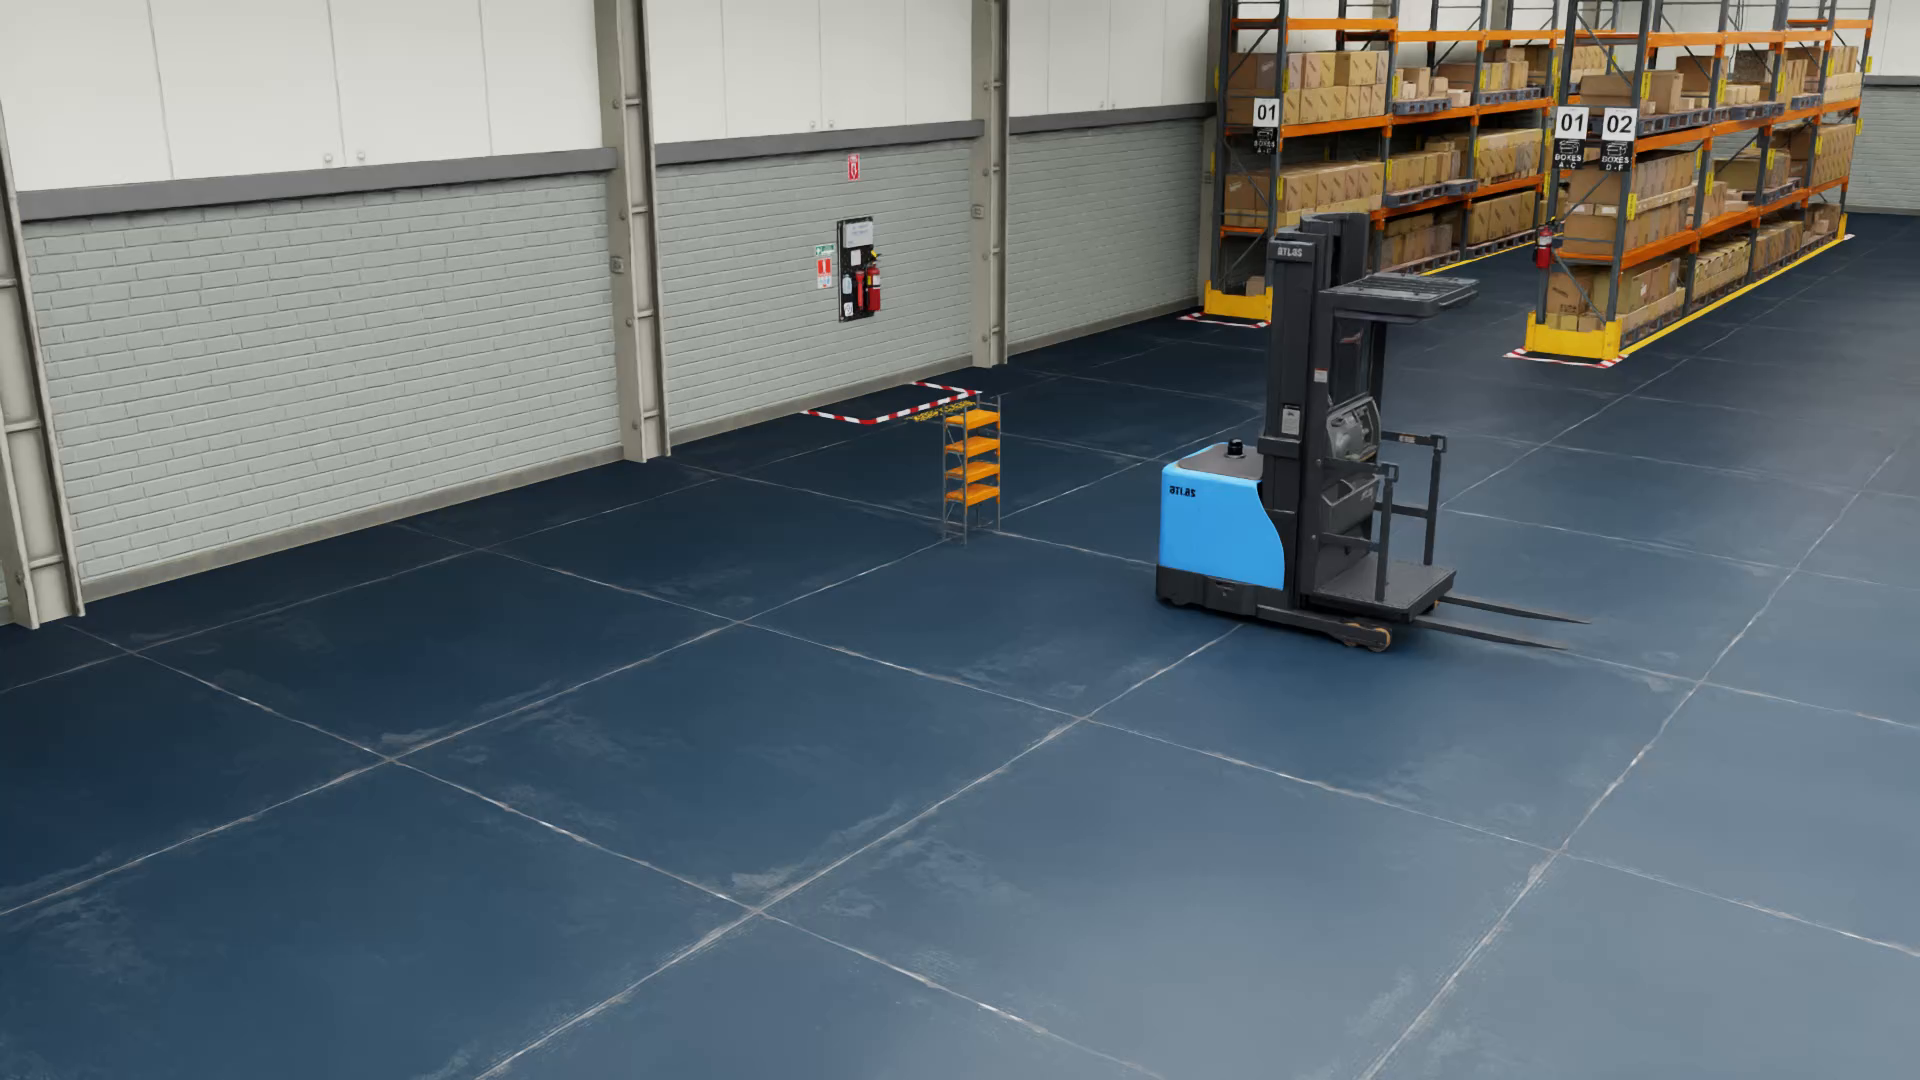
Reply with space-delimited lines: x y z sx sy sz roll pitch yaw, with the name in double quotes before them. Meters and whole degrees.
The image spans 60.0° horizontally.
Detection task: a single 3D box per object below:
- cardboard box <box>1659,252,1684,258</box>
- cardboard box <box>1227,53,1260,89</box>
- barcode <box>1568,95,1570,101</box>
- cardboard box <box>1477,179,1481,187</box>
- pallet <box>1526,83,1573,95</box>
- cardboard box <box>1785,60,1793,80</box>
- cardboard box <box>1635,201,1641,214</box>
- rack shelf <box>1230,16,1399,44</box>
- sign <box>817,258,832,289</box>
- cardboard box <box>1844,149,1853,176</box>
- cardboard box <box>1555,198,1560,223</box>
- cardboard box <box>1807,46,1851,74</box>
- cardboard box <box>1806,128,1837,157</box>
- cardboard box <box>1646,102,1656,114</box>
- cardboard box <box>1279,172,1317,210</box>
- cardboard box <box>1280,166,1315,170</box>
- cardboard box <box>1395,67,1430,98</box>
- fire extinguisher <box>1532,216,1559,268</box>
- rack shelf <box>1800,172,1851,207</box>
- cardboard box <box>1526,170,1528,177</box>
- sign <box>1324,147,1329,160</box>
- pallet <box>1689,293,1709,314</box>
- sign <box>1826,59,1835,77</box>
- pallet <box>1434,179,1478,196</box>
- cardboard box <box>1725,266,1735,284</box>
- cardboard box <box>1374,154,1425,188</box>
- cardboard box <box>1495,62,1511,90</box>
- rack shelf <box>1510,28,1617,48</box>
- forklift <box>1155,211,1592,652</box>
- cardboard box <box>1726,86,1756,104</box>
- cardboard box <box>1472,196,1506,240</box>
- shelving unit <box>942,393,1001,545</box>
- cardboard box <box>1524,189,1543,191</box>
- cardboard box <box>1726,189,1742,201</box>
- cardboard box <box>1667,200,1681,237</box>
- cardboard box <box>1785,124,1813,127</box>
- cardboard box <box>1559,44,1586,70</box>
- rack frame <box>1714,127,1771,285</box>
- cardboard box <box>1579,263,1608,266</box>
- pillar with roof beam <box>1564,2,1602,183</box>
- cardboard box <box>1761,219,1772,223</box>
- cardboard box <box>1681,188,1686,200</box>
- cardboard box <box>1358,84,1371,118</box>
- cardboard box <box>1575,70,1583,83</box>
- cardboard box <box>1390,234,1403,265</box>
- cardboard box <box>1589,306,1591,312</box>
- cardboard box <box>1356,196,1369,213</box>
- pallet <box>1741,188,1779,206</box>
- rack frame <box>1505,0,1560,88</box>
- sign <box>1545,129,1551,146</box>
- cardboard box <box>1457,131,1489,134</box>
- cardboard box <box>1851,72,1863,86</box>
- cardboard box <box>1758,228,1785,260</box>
"cardboard box" 11.207 -4.443 26.475 0.500 0.311 0.500 12 21 35
"cardboard box" 4.275 -6.935 24.572 0.500 0.500 0.500 14 22 37
"barcode" 8.001 -5.811 21.862 0.001 0.075 0.075 12 21 35
"cardboard box" 9.534 -6.710 31.182 0.380 0.149 0.250 13 21 35
"pallet" 11.874 -9.260 34.097 1.003 0.211 1.213 12 21 35
"cardboard box" 14.207 -8.106 29.185 0.600 0.600 0.600 11 21 33
"cardboard box" 8.920 -4.480 22.349 0.380 0.149 0.250 13 21 35
"rack shelf" 5.420 -7.815 25.454 1.077 0.370 4.000 12 21 35
"sign" -1.540 -3.031 18.886 0.001 0.329 0.234 12 21 35
"cardboard box" 17.694 -7.648 33.646 0.500 0.500 0.500 13 22 36
"cardboard box" 12.208 -6.963 35.114 0.700 0.500 0.500 12 21 34
"cardboard box" 16.871 -9.345 32.368 0.700 0.500 0.500 12 21 35
"cardboard box" 16.479 -7.635 31.919 0.500 0.500 0.500 12 21 33
"cardboard box" 9.051 -5.773 22.199 0.380 0.149 0.250 12 21 35
"cardboard box" 5.057 -5.291 25.180 0.500 0.500 0.500 12 21 35
"cardboard box" 5.251 -5.627 26.259 0.500 0.500 0.500 13 21 35
"cardboard box" 7.736 -7.862 28.569 0.500 0.500 0.500 12 21 33
"fire extinguisher" 7.765 -3.961 22.072 0.296 0.674 0.183 12 21 35
"rack shelf" 16.550 -6.935 32.731 1.077 0.370 4.000 12 21 35
"cardboard box" 11.082 -7.318 33.141 0.380 0.149 0.250 13 22 36
"sign" 6.164 -6.422 27.912 0.100 0.325 0.005 12 21 35
"pallet" 11.000 -3.748 25.956 1.003 0.211 1.213 12 21 35
"sign" 15.807 -8.573 30.198 0.100 0.325 0.005 12 21 35
"pallet" 8.656 -6.444 30.260 1.213 0.211 1.003 12 21 35
"cardboard box" 12.252 -4.326 27.045 0.500 0.250 0.500 13 21 36
"cardboard box" 7.648 -6.439 29.009 0.700 0.500 0.500 16 24 42
"cardboard box" 10.136 -8.925 31.958 0.700 0.500 0.500 12 21 35
"rack shelf" 12.570 -10.484 34.717 1.077 0.370 4.000 12 21 35
"forklift" 2.997 -0.792 11.852 3.031 2.935 1.130 11 21 33
"cardboard box" 12.453 -7.165 26.746 0.500 0.250 0.500 13 22 36
"cardboard box" 10.066 -6.258 32.253 0.750 0.750 0.750 12 21 34
"shelving unit" 0.099 -0.612 14.193 0.258 1.200 0.503 12 21 35
"cardboard box" 12.129 -7.343 35.244 0.380 0.149 0.250 12 21 33
"cardboard box" 12.724 -5.728 27.782 0.500 0.311 0.500 14 22 38
"cardboard box" 10.024 -4.711 24.188 0.700 0.500 0.500 12 21 34
"cardboard box" 16.659 -7.977 33.019 0.500 0.500 0.500 13 21 35
"cardboard box" 12.620 -10.007 34.463 0.500 0.500 0.500 13 21 35
"rack frame" 12.975 -5.850 28.023 1.000 3.000 0.127 12 21 35
"cardboard box" 9.172 -3.730 23.860 0.500 0.500 0.500 12 21 35
"pillar with roof beam" 18.133 -11.530 36.198 9.100 9.000 0.400 12 21 35
"cardboard box" 14.875 -5.747 31.164 0.500 0.500 0.500 11 21 32
"cardboard box" 10.299 -5.030 24.123 0.380 0.149 0.250 12 21 33
"cardboard box" 6.198 -6.979 26.400 0.500 0.500 0.500 10 20 30
"cardboard box" 12.617 -9.646 34.567 0.500 0.250 0.500 12 21 33
"cardboard box" 7.304 -5.098 29.075 0.700 0.500 0.500 12 21 34
"cardboard box" 8.579 -3.133 23.202 0.500 0.250 0.500 12 21 35
"cardboard box" 6.269 -5.426 26.877 0.500 0.250 0.500 13 21 35
"pallet" 13.323 -5.932 28.611 1.213 0.211 1.003 12 21 35
"rack frame" 11.378 -10.542 33.017 1.000 3.000 0.127 12 21 35
"sign" 11.820 -8.098 33.445 0.100 0.325 0.005 12 21 35
"cardboard box" 9.980 -7.801 32.339 0.500 0.250 0.500 12 21 33
"cardboard box" 17.641 -9.187 33.123 0.500 0.250 0.500 12 21 35
"cardboard box" 14.393 -5.293 29.705 0.500 0.500 0.500 12 21 33
